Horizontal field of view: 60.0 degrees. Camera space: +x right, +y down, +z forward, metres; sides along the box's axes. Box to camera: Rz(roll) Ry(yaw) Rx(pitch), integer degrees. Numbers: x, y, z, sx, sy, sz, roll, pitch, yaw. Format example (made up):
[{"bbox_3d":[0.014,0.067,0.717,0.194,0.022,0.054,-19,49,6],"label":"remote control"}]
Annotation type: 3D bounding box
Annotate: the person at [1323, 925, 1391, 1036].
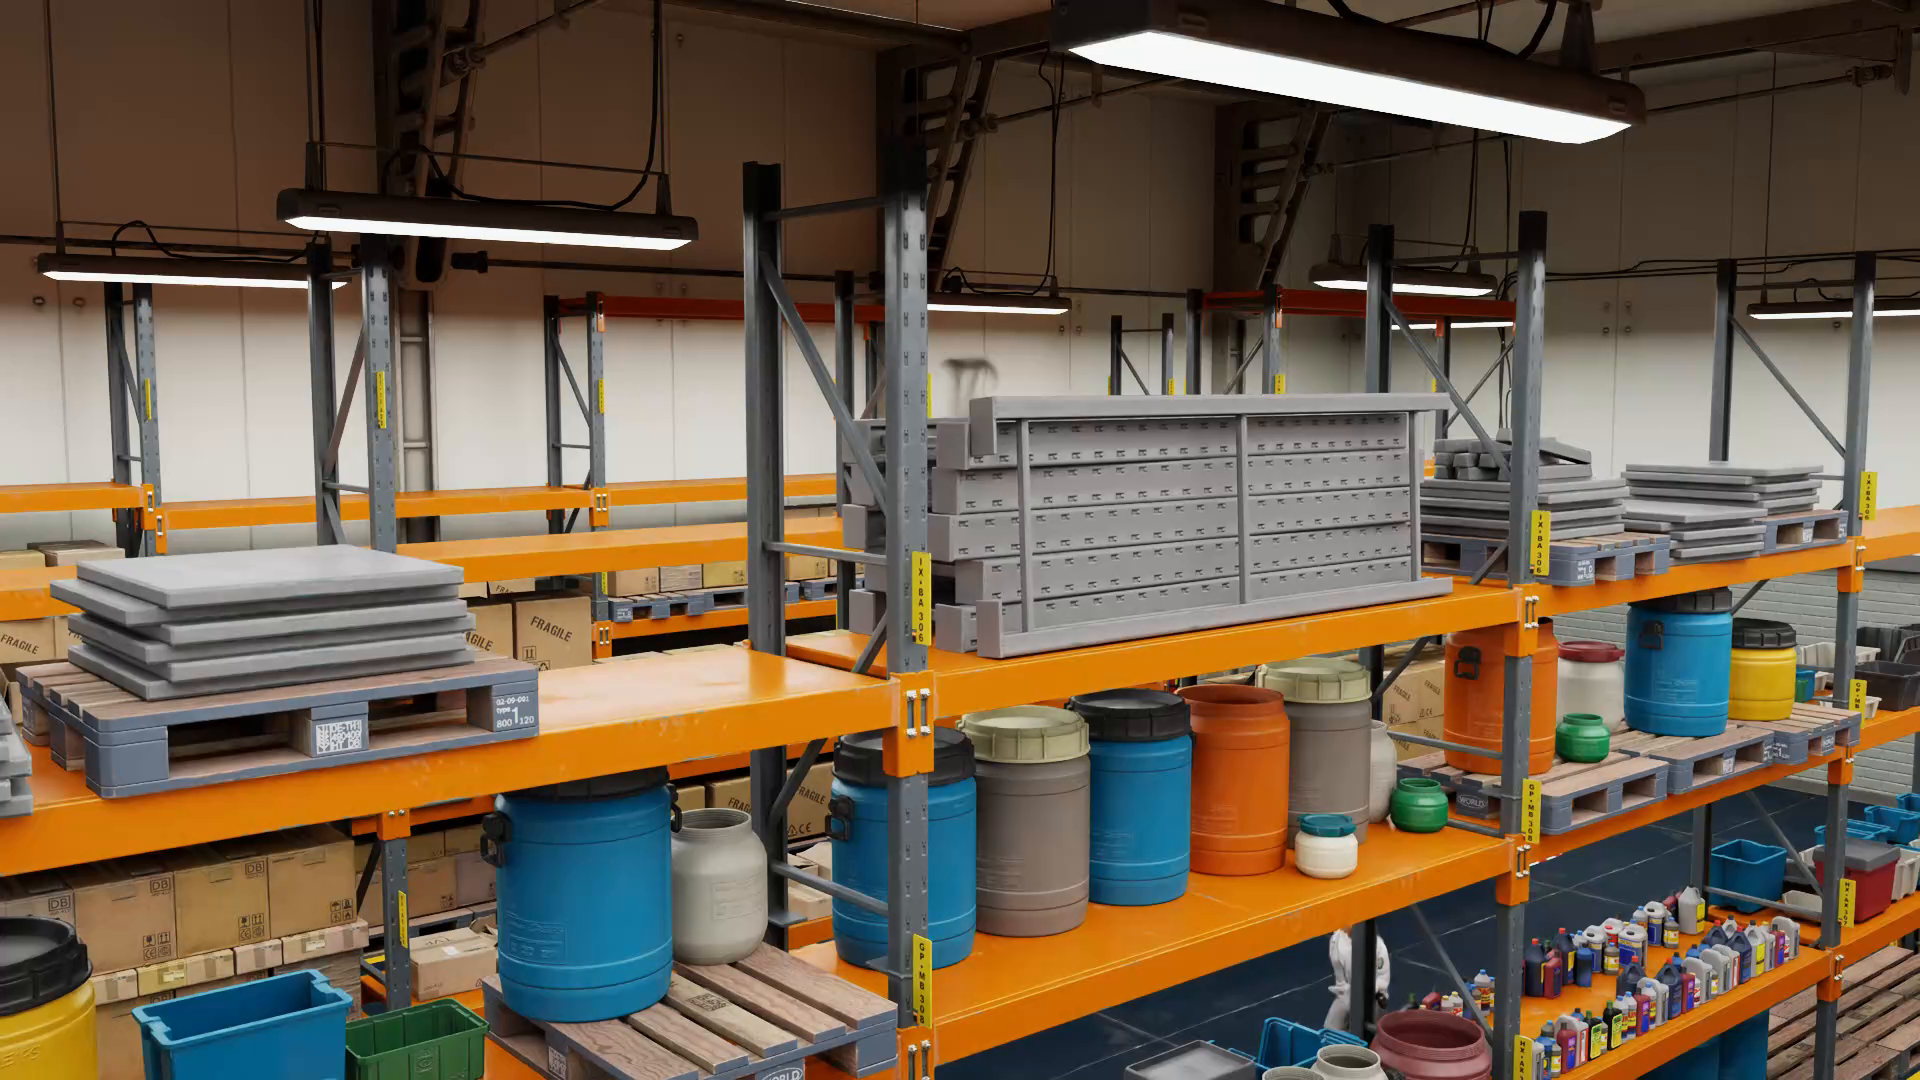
[{"bbox_3d":[2.763,3.224,11.598,0.690,1.611,0.573,-5,8,-43],"label":"person"}]
